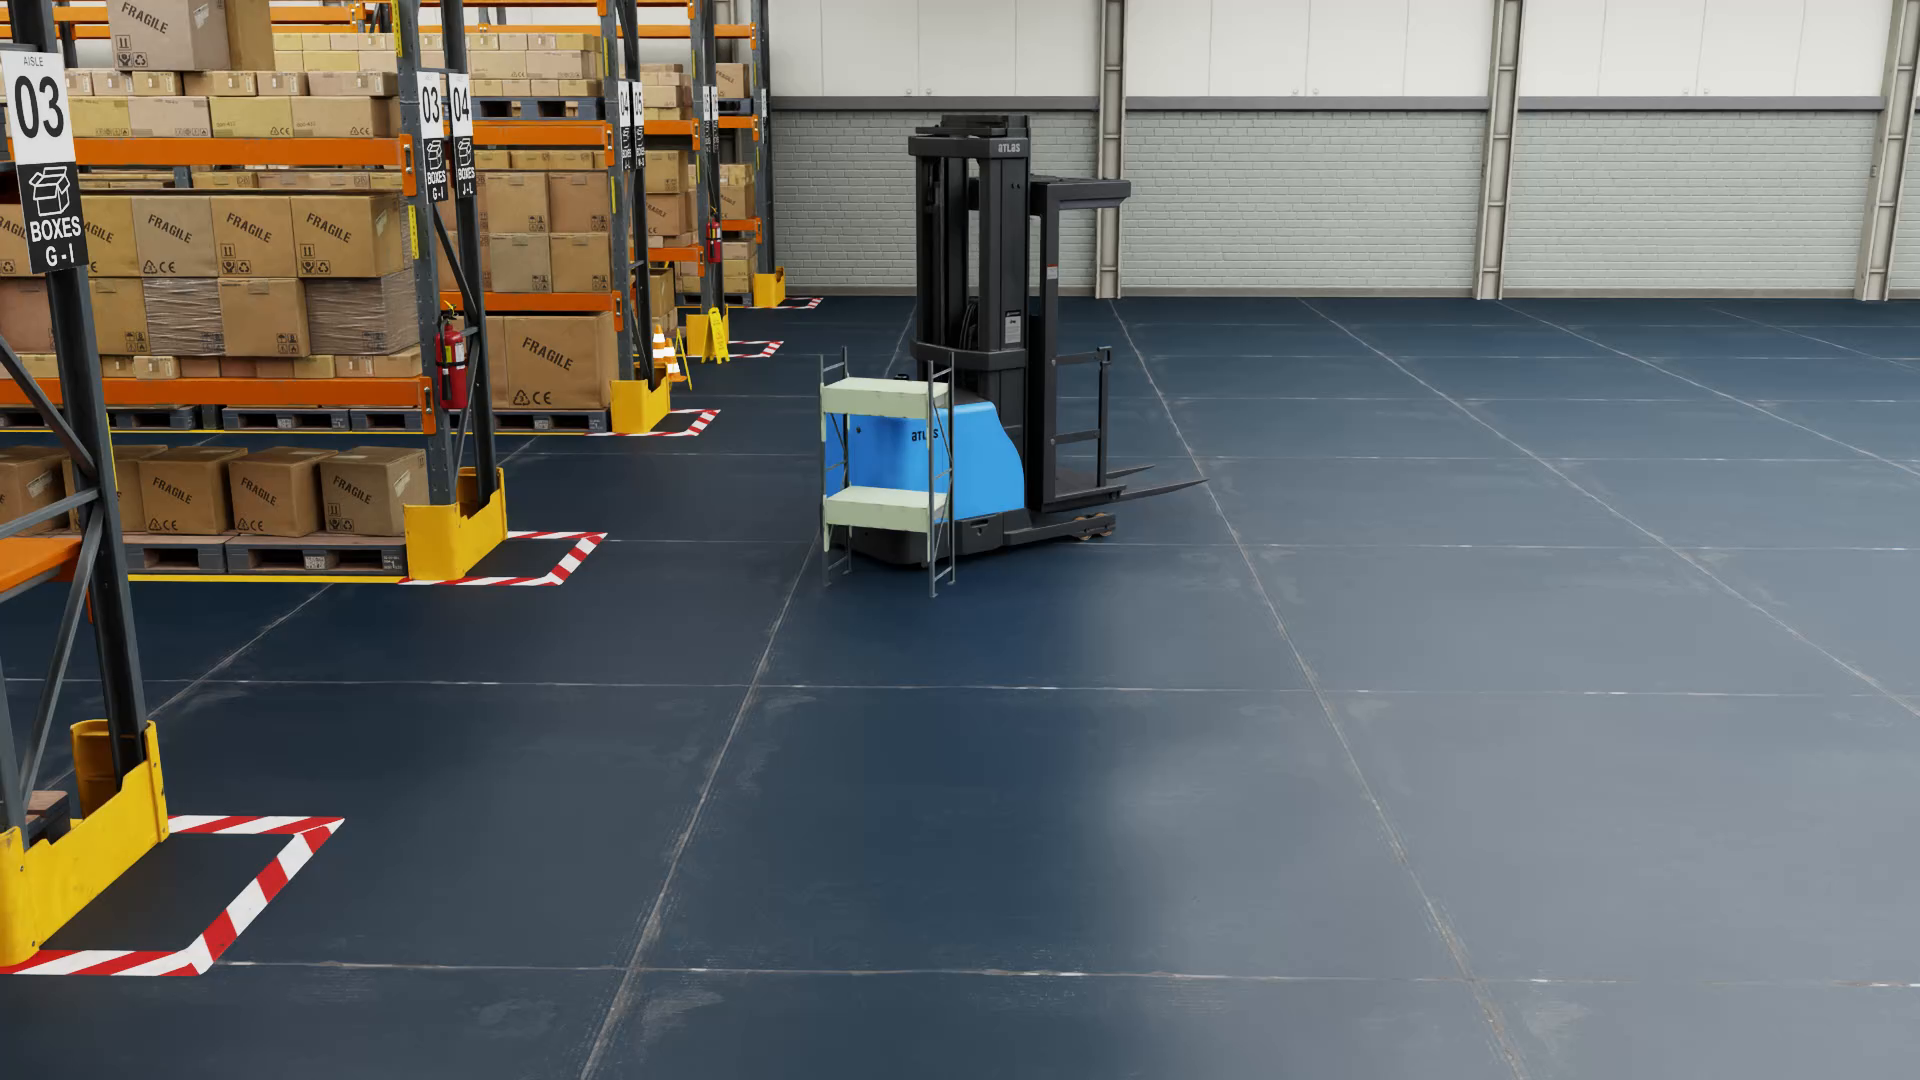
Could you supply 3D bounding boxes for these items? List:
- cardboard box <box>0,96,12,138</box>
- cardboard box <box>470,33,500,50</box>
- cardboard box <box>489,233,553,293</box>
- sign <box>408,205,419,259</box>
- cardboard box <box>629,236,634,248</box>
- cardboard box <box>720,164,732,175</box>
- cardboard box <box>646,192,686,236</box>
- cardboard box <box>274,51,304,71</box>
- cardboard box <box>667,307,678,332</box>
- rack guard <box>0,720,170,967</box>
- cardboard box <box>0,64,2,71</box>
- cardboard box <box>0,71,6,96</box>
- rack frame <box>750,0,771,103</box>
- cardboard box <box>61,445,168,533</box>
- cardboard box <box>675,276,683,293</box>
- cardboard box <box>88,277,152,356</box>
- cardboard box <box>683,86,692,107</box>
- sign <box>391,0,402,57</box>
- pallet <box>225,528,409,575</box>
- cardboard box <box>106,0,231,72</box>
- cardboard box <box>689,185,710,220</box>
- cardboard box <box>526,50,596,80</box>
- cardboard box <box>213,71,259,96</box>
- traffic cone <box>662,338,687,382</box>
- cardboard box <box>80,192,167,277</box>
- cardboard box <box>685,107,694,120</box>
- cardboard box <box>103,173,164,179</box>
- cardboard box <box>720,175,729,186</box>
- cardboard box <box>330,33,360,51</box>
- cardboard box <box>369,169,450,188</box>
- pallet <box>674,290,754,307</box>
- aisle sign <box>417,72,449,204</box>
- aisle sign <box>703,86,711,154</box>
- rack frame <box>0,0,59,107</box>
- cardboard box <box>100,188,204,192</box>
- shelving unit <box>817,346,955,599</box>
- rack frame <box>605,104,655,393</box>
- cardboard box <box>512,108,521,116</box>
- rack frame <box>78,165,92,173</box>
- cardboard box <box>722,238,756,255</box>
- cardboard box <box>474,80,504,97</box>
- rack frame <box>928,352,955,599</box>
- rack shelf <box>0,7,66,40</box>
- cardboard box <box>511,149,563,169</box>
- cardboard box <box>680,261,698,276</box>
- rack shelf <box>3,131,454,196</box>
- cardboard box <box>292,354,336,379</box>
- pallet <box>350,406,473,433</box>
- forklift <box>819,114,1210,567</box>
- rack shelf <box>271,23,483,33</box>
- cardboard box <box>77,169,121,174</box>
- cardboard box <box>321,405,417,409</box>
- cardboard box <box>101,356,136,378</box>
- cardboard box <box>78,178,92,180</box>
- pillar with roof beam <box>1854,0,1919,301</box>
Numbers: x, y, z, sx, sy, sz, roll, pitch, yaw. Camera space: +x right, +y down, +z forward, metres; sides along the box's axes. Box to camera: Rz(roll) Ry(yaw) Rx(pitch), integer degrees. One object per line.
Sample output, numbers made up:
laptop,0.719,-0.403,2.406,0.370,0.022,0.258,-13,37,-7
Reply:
cardboard box,-5.877,-2.662,10.462,0.500,0.250,0.500,0,15,-1
cardboard box,-4.229,-4.485,14.989,0.250,0.149,0.380,1,15,2
cardboard box,-4.042,-2.660,15.747,0.550,0.550,0.875,0,15,1
sign,-3.381,-1.905,10.293,0.005,0.325,0.100,0,15,1
cardboard box,-3.985,-3.668,20.356,0.250,0.149,0.380,0,15,0
cardboard box,-3.582,-5.575,25.041,0.250,0.149,0.380,0,15,2
cardboard box,-3.644,-3.987,20.292,0.500,0.500,0.500,0,15,0
cardboard box,-6.132,-4.320,15.146,0.500,0.250,0.500,0,15,1
cardboard box,-3.893,-2.811,21.180,0.500,0.250,0.500,0,15,1
rack guard,-3.551,1.149,6.504,0.348,0.500,1.175,0,15,1
cardboard box,-8.876,-4.238,15.300,0.500,0.311,0.500,0,15,-1
cardboard box,-5.980,-2.844,10.372,0.250,0.149,0.380,0,15,0
rack frame,-2.971,-8.028,24.628,0.127,3.000,1.000,0,15,1
cardboard box,-5.751,-0.356,11.386,0.500,0.500,0.500,-1,15,-4
cardboard box,-4.445,-3.934,25.440,0.500,0.250,0.500,1,15,2
cardboard box,-5.397,-1.530,10.980,0.500,0.500,0.875,0,15,1
cardboard box,-3.590,-5.454,20.464,0.500,0.250,0.500,0,15,0
sign,-3.381,-3.071,9.985,0.005,0.325,0.100,0,15,1
pallet,-4.234,-0.001,11.428,1.213,0.211,1.003,0,15,1
cardboard box,-4.903,-3.164,10.313,0.500,0.500,0.500,0,15,1
cardboard box,-3.988,-5.118,25.161,0.500,0.500,0.500,1,15,3
cardboard box,-3.616,-4.303,15.083,0.500,0.250,0.500,1,15,2
cardboard box,-4.418,-2.828,10.311,0.250,0.149,0.380,0,15,2
traffic cone,-3.245,-2.023,18.602,0.334,0.463,0.336,0,15,1
cardboard box,-5.403,-1.961,10.655,0.500,0.500,0.500,0,15,1
cardboard box,-3.417,-5.275,20.567,0.250,0.149,0.380,0,15,1
cardboard box,-10.126,-4.245,20.448,0.500,0.500,0.500,1,15,4
cardboard box,-3.581,-5.414,25.013,0.250,0.149,0.380,1,15,2
cardboard box,-5.490,-4.493,15.021,0.250,0.149,0.380,0,15,1
cardboard box,-5.131,-3.194,15.655,0.500,0.550,0.875,0,15,1
pallet,-3.736,-3.773,25.728,1.213,0.211,1.003,0,15,1
aisle sign,-3.293,-2.514,10.393,0.004,0.787,0.394,0,15,1
aisle sign,-3.039,-5.044,19.982,0.004,0.787,0.394,0,15,1
rack frame,-3.474,-2.972,5.464,0.127,3.000,1.000,0,15,1
cardboard box,-5.389,-2.092,11.152,0.500,0.500,0.500,0,15,1
shelving unit,-0.459,-0.438,10.554,0.755,1.500,0.431,5,16,19
rack frame,-3.119,-2.598,15.808,0.127,3.000,1.000,0,15,1
cardboard box,-5.243,-5.141,20.060,0.250,0.149,0.380,0,15,2
rack frame,-11.091,-3.913,20.793,0.127,3.000,1.000,0,15,1
cardboard box,-3.447,-4.536,25.758,0.500,0.250,0.500,0,15,1
cardboard box,-4.222,-4.100,15.092,0.250,0.149,0.380,1,15,2
rack frame,-0.115,-0.406,10.433,0.023,1.500,0.400,5,16,19
rack shelf,-13.091,-6.286,20.220,4.000,0.370,1.077,0,15,1
cardboard box,-5.124,-4.506,20.298,0.500,0.500,0.700,0,15,1
cardboard box,-3.967,-4.172,25.360,0.500,0.250,0.500,0,15,1
rack shelf,-5.346,-2.450,10.775,4.000,0.370,1.077,0,15,1
cardboard box,-4.138,-1.152,10.819,0.250,0.149,0.380,0,15,1
pallet,-5.137,-1.244,16.141,1.213,0.211,1.003,0,15,1
forklift,0.504,-1.512,11.825,3.031,2.935,1.130,-11,18,-35
rack shelf,-8.969,-7.526,24.919,4.000,0.370,1.077,0,15,1
cardboard box,-13.187,-5.388,25.363,0.500,0.500,0.700,0,15,1
cardboard box,-5.590,-1.773,16.023,0.875,0.875,0.875,0,15,2
cardboard box,-5.388,-1.164,10.865,0.250,0.149,0.380,0,15,1
cardboard box,-8.634,-3.164,15.797,0.500,0.500,0.700,0,15,2
pillar with roof beam,14.240,-7.047,20.911,0.400,9.000,9.100,0,15,1
